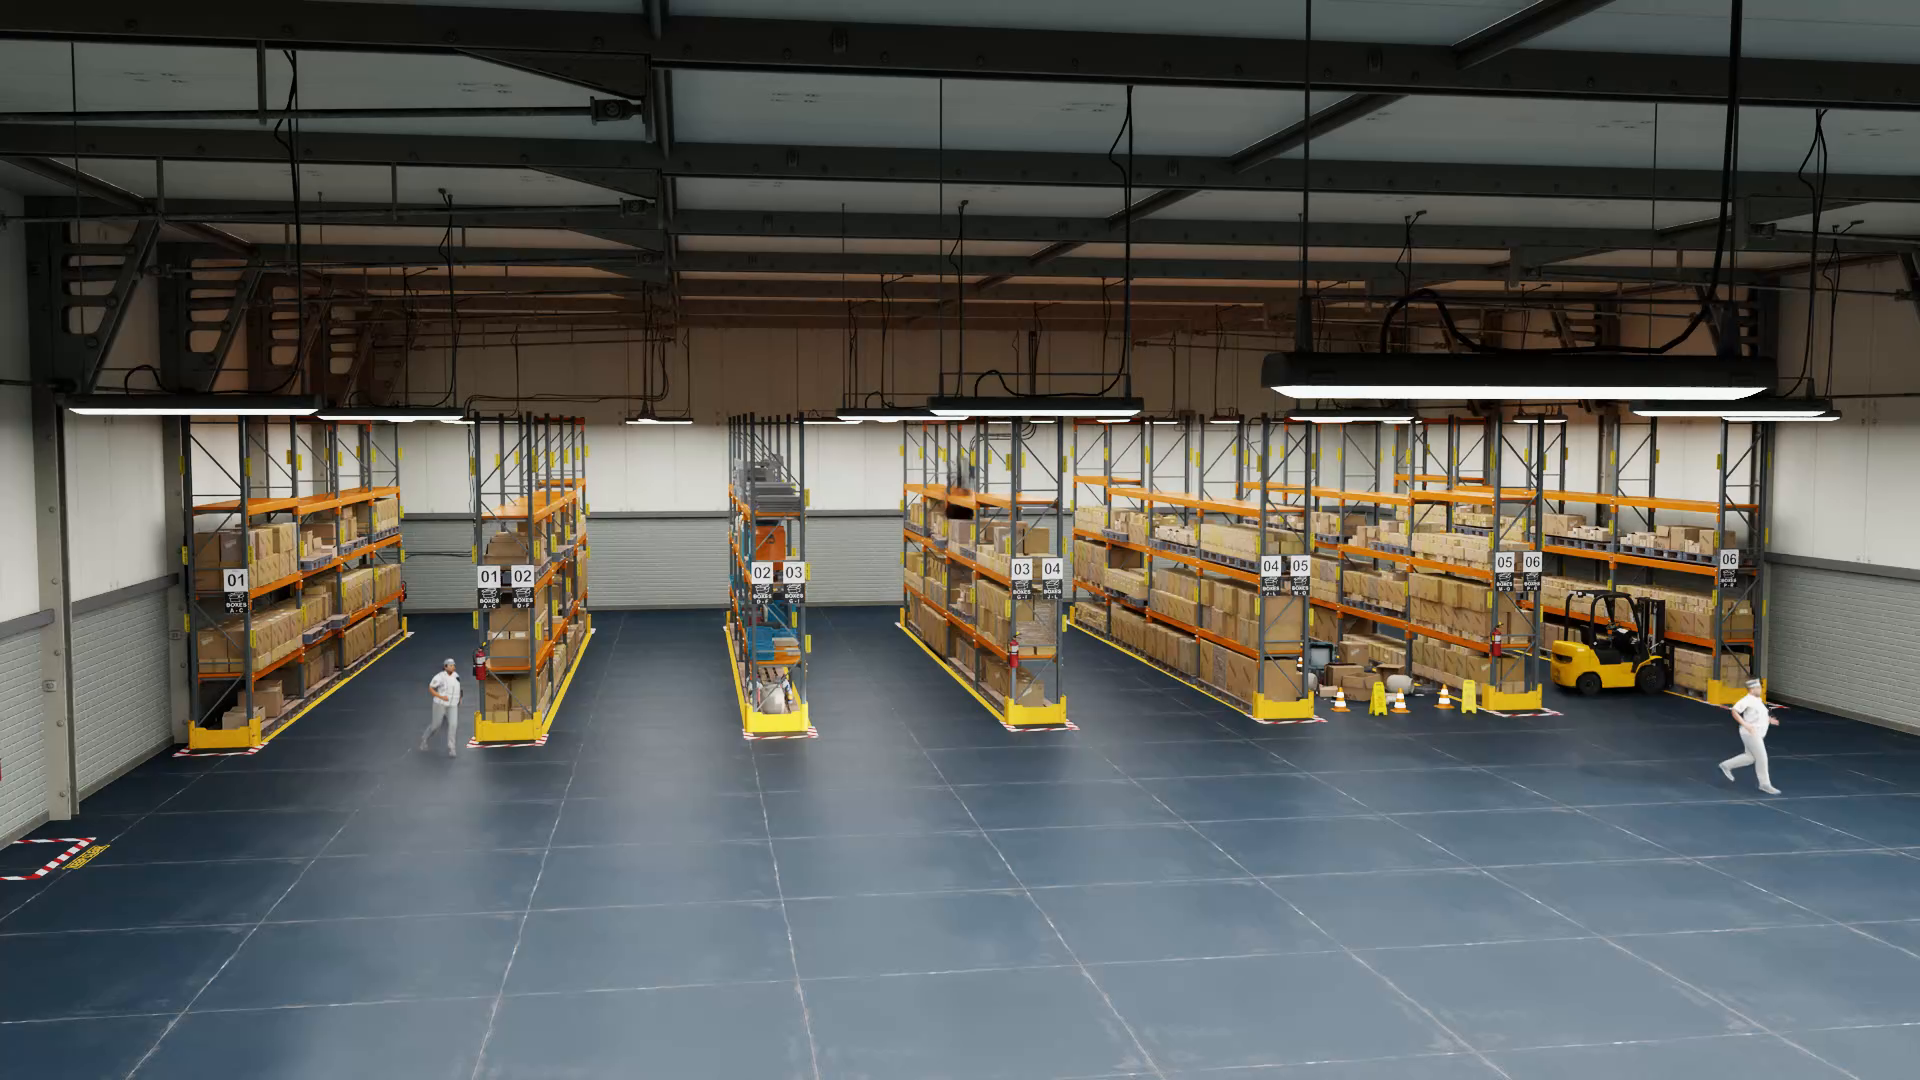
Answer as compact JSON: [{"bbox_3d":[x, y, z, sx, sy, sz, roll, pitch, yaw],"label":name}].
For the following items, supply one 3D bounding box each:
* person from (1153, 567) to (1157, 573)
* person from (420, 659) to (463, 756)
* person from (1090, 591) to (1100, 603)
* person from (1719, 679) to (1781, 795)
[{"bbox_3d":[5.640,1.644,47.863,0.553,1.709,0.825,-1,4,-16],"label":"person"},{"bbox_3d":[-9.008,2.917,29.194,0.925,1.641,0.691,4,5,44],"label":"person"},{"bbox_3d":[4.101,1.528,49.768,0.602,1.624,0.659,2,4,22],"label":"person"},{"bbox_3d":[12.469,3.062,26.192,0.927,1.791,0.664,3,5,38],"label":"person"}]
